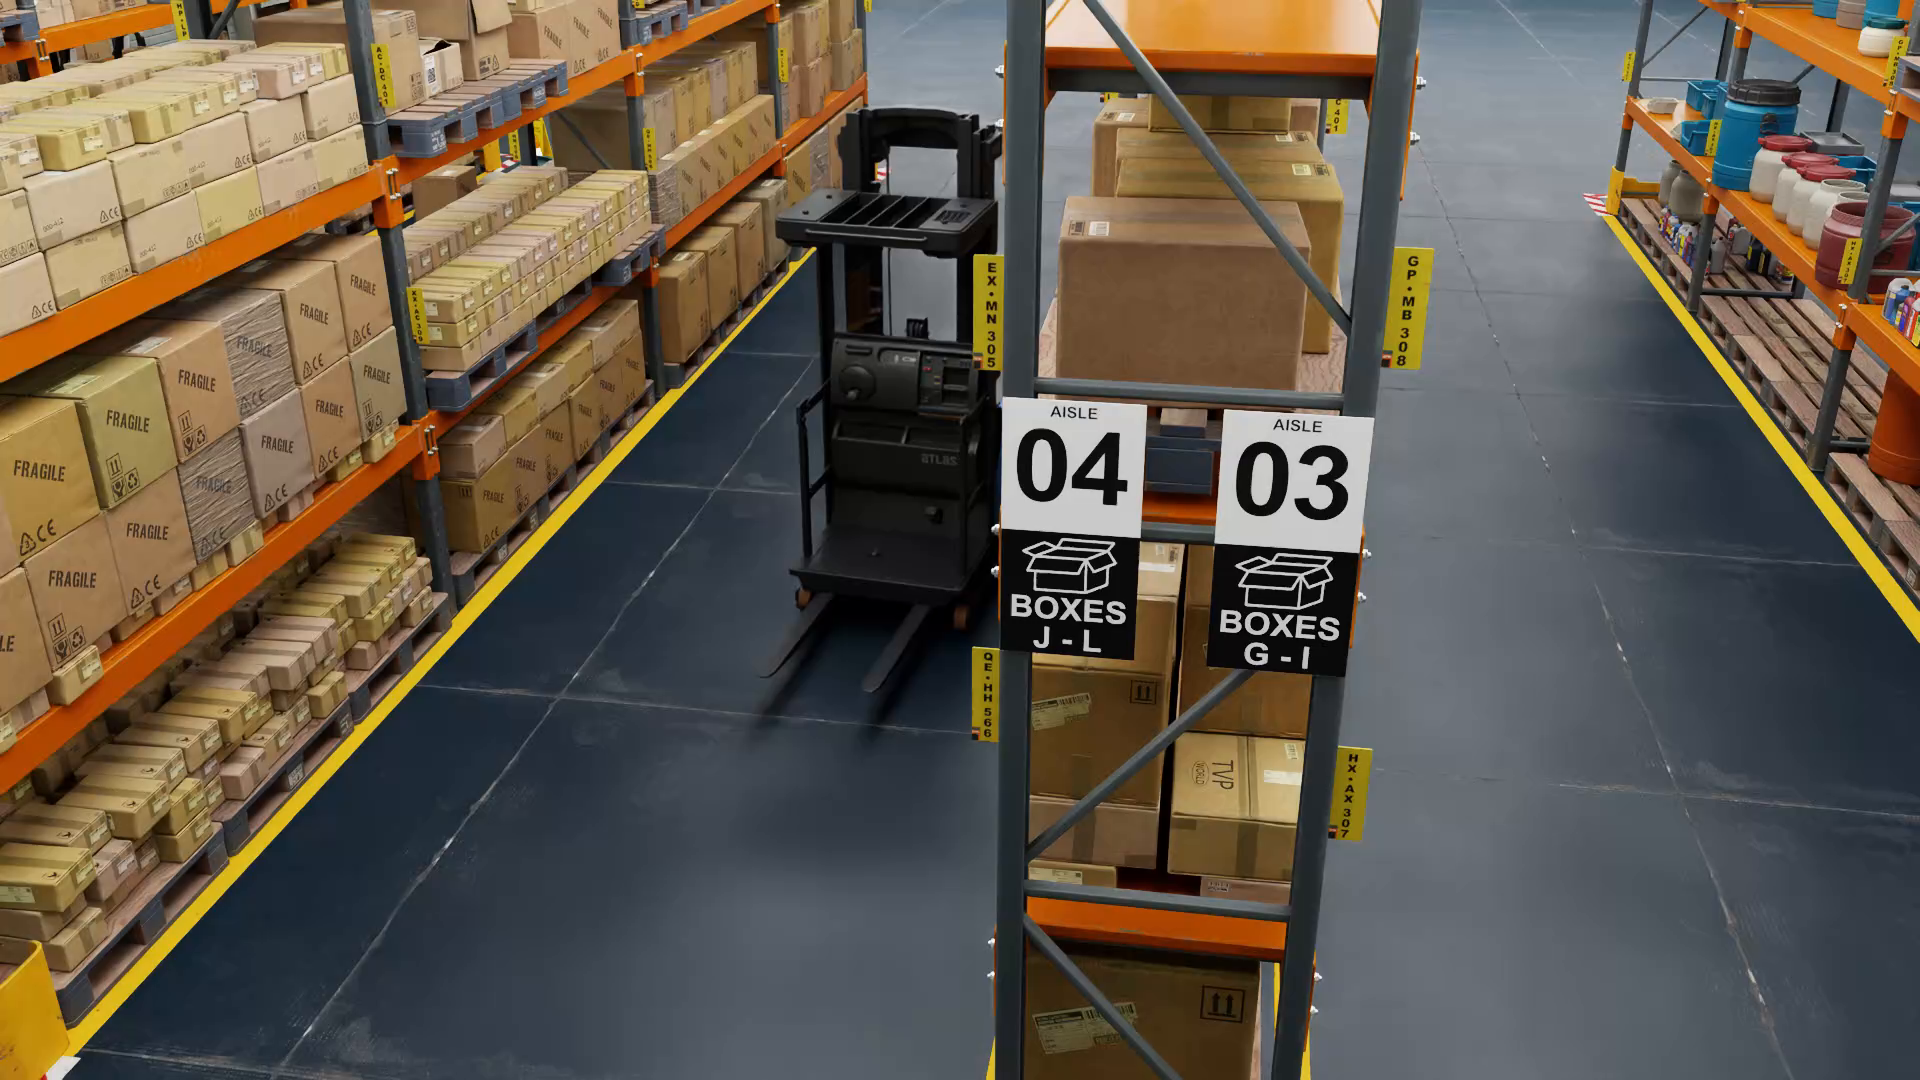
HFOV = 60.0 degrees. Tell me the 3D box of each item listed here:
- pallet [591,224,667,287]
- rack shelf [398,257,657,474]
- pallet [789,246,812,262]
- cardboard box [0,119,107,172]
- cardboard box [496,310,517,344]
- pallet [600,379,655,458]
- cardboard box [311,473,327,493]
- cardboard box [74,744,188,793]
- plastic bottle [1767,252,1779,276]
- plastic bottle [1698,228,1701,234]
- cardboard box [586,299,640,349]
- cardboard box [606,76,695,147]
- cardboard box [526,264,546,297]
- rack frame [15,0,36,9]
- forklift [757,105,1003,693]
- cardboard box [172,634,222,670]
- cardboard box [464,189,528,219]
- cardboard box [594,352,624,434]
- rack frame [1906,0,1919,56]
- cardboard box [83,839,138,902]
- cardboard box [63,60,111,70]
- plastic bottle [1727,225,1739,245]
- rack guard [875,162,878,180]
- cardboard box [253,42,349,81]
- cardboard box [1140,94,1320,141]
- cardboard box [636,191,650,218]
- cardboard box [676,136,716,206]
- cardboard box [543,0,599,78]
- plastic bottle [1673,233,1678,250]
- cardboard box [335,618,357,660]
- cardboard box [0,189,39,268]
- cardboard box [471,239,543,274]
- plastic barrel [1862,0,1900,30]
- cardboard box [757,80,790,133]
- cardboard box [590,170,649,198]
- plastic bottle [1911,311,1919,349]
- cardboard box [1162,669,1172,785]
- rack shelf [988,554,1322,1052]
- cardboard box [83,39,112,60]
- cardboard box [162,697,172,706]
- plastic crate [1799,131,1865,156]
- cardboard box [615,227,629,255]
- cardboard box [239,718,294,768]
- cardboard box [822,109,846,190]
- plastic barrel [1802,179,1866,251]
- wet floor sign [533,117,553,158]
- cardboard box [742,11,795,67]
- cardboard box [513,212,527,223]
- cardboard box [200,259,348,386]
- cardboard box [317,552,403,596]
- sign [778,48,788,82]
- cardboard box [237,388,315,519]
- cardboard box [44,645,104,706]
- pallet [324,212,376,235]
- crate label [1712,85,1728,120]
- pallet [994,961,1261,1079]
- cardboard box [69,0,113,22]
[{"bbox_3d":[-2.962,-2.192,12.621,1.213,0.211,1.003,4,25,9],"label":"pallet"},{"bbox_3d":[-3.277,-1.422,11.598,1.077,0.370,4.000,4,25,9],"label":"rack shelf"},{"bbox_3d":[-2.095,-3.307,18.066,1.003,0.211,1.213,4,25,9],"label":"pallet"},{"bbox_3d":[-3.689,-1.590,6.687,0.380,0.149,0.250,5,26,10],"label":"cardboard box"},{"bbox_3d":[-3.002,-1.341,10.378,0.380,0.149,0.250,4,25,9],"label":"cardboard box"},{"bbox_3d":[-3.080,-0.994,13.126,1.003,0.211,1.213,4,25,9],"label":"pallet"},{"bbox_3d":[-3.567,-0.336,8.725,0.380,0.149,0.250,3,25,7],"label":"cardboard box"},{"bbox_3d":[-3.784,1.068,7.596,0.380,0.149,0.250,3,25,6],"label":"cardboard box"},{"bbox_3d":[7.977,-2.734,16.246,0.152,0.276,0.135,5,26,10],"label":"plastic bottle"},{"bbox_3d":[7.477,-3.005,16.817,0.061,0.283,0.133,4,25,9],"label":"plastic bottle"},{"bbox_3d":[-2.803,-1.678,12.864,0.500,0.250,0.500,3,25,7],"label":"cardboard box"},{"bbox_3d":[-2.704,-3.696,14.310,0.700,0.500,0.500,4,25,8],"label":"cardboard box"},{"bbox_3d":[-2.920,-1.693,10.780,0.380,0.149,0.250,5,26,11],"label":"cardboard box"},{"bbox_3d":[-7.850,-5.602,12.603,1.000,3.000,0.127,4,25,9],"label":"rack frame"},{"bbox_3d":[-0.386,-0.959,9.842,1.130,2.935,3.031,7,26,14],"label":"forklift"},{"bbox_3d":[-4.066,0.601,8.592,0.380,0.149,0.250,3,25,6],"label":"cardboard box"},{"bbox_3d":[-3.347,-2.425,11.991,0.380,0.149,0.250,3,25,6],"label":"cardboard box"},{"bbox_3d":[-2.889,-1.132,12.583,0.500,0.500,0.500,5,26,11],"label":"cardboard box"},{"bbox_3d":[6.813,-4.572,10.403,1.000,3.000,0.127,4,25,9],"label":"rack frame"},{"bbox_3d":[-3.818,1.416,7.203,0.380,0.149,0.250,4,25,8],"label":"cardboard box"},{"bbox_3d":[-7.861,-4.253,15.068,0.380,0.149,0.250,3,25,6],"label":"cardboard box"},{"bbox_3d":[8.036,-3.174,17.274,0.097,0.201,0.097,0,25,0],"label":"plastic bottle"},{"bbox_3d":[-1.639,-4.808,20.932,1.175,0.500,0.348,4,25,9],"label":"rack guard"},{"bbox_3d":[-3.385,-2.459,8.544,0.380,0.149,0.250,3,25,6],"label":"cardboard box"},{"bbox_3d":[1.112,-1.608,6.879,0.700,0.500,0.500,5,26,11],"label":"cardboard box"},{"bbox_3d":[-2.582,-2.557,12.625,0.380,0.149,0.250,5,25,10],"label":"cardboard box"},{"bbox_3d":[-2.447,-3.222,14.478,0.500,0.500,0.500,4,25,8],"label":"cardboard box"},{"bbox_3d":[-2.862,-3.522,11.579,0.500,0.500,0.500,4,25,9],"label":"cardboard box"},{"bbox_3d":[7.394,-3.084,17.081,0.097,0.201,0.097,0,25,0],"label":"plastic bottle"},{"bbox_3d":[-3.538,0.534,9.087,0.380,0.149,0.250,4,25,9],"label":"cardboard box"},{"bbox_3d":[-3.845,-1.139,6.195,0.500,0.250,0.500,4,25,8],"label":"cardboard box"},{"bbox_3d":[-2.917,-1.825,10.711,0.380,0.149,0.250,4,25,8],"label":"cardboard box"},{"bbox_3d":[7.384,-4.339,12.851,0.600,0.901,0.708,4,25,9],"label":"plastic barrel"},{"bbox_3d":[-2.248,-4.480,17.106,0.875,0.550,0.550,4,25,9],"label":"cardboard box"},{"bbox_3d":[-2.578,-2.693,12.565,0.380,0.149,0.250,3,25,6],"label":"cardboard box"},{"bbox_3d":[6.281,-1.397,10.834,0.061,0.283,0.133,4,25,9],"label":"plastic bottle"},{"bbox_3d":[0.520,0.648,6.154,0.500,0.250,0.500,4,25,8],"label":"cardboard box"},{"bbox_3d":[0.946,0.637,7.199,1.077,0.370,4.000,4,25,9],"label":"rack shelf"},{"bbox_3d":[-11.262,-6.394,21.255,0.500,0.500,0.500,3,25,7],"label":"cardboard box"},{"bbox_3d":[-4.220,0.830,8.456,0.380,0.149,0.250,4,25,9],"label":"cardboard box"},{"bbox_3d":[7.689,-3.333,14.757,0.402,0.464,0.583,4,25,9],"label":"plastic crate"},{"bbox_3d":[-2.661,-2.211,12.236,0.380,0.149,0.250,4,25,9],"label":"cardboard box"},{"bbox_3d":[-3.617,1.018,8.405,0.380,0.149,0.250,4,25,9],"label":"cardboard box"},{"bbox_3d":[-1.830,-4.502,19.340,0.875,0.875,0.875,4,25,8],"label":"cardboard box"},{"bbox_3d":[6.839,-2.527,12.978,0.421,0.512,0.421,0,25,0],"label":"plastic barrel"},{"bbox_3d":[-5.456,-5.170,21.533,0.267,0.644,0.232,13,28,26],"label":"wet floor sign"},{"bbox_3d":[-2.227,-5.204,17.379,0.875,0.550,0.550,4,25,9],"label":"cardboard box"},{"bbox_3d":[-3.351,-2.276,12.024,0.380,0.149,0.250,4,25,9],"label":"cardboard box"},{"bbox_3d":[-3.493,-1.112,8.439,0.500,0.500,0.500,3,25,7],"label":"cardboard box"},{"bbox_3d":[-3.408,0.197,9.457,0.380,0.149,0.250,4,25,9],"label":"cardboard box"},{"bbox_3d":[-1.760,-4.712,16.506,0.100,0.325,0.005,4,25,9],"label":"sign"},{"bbox_3d":[-3.573,-0.444,8.192,0.500,0.500,0.500,4,25,8],"label":"cardboard box"},{"bbox_3d":[-3.784,0.545,6.844,0.380,0.149,0.250,3,25,7],"label":"cardboard box"},{"bbox_3d":[-7.122,-3.578,18.645,1.003,0.211,1.213,4,25,9],"label":"pallet"},{"bbox_3d":[8.086,-4.428,17.131,0.502,0.435,0.616,4,25,9],"label":"crate label"},{"bbox_3d":[0.672,2.071,6.577,1.003,0.211,1.213,4,25,9],"label":"pallet"},{"bbox_3d":[-7.686,-4.684,14.063,0.700,0.500,0.500,4,25,9],"label":"cardboard box"}]
